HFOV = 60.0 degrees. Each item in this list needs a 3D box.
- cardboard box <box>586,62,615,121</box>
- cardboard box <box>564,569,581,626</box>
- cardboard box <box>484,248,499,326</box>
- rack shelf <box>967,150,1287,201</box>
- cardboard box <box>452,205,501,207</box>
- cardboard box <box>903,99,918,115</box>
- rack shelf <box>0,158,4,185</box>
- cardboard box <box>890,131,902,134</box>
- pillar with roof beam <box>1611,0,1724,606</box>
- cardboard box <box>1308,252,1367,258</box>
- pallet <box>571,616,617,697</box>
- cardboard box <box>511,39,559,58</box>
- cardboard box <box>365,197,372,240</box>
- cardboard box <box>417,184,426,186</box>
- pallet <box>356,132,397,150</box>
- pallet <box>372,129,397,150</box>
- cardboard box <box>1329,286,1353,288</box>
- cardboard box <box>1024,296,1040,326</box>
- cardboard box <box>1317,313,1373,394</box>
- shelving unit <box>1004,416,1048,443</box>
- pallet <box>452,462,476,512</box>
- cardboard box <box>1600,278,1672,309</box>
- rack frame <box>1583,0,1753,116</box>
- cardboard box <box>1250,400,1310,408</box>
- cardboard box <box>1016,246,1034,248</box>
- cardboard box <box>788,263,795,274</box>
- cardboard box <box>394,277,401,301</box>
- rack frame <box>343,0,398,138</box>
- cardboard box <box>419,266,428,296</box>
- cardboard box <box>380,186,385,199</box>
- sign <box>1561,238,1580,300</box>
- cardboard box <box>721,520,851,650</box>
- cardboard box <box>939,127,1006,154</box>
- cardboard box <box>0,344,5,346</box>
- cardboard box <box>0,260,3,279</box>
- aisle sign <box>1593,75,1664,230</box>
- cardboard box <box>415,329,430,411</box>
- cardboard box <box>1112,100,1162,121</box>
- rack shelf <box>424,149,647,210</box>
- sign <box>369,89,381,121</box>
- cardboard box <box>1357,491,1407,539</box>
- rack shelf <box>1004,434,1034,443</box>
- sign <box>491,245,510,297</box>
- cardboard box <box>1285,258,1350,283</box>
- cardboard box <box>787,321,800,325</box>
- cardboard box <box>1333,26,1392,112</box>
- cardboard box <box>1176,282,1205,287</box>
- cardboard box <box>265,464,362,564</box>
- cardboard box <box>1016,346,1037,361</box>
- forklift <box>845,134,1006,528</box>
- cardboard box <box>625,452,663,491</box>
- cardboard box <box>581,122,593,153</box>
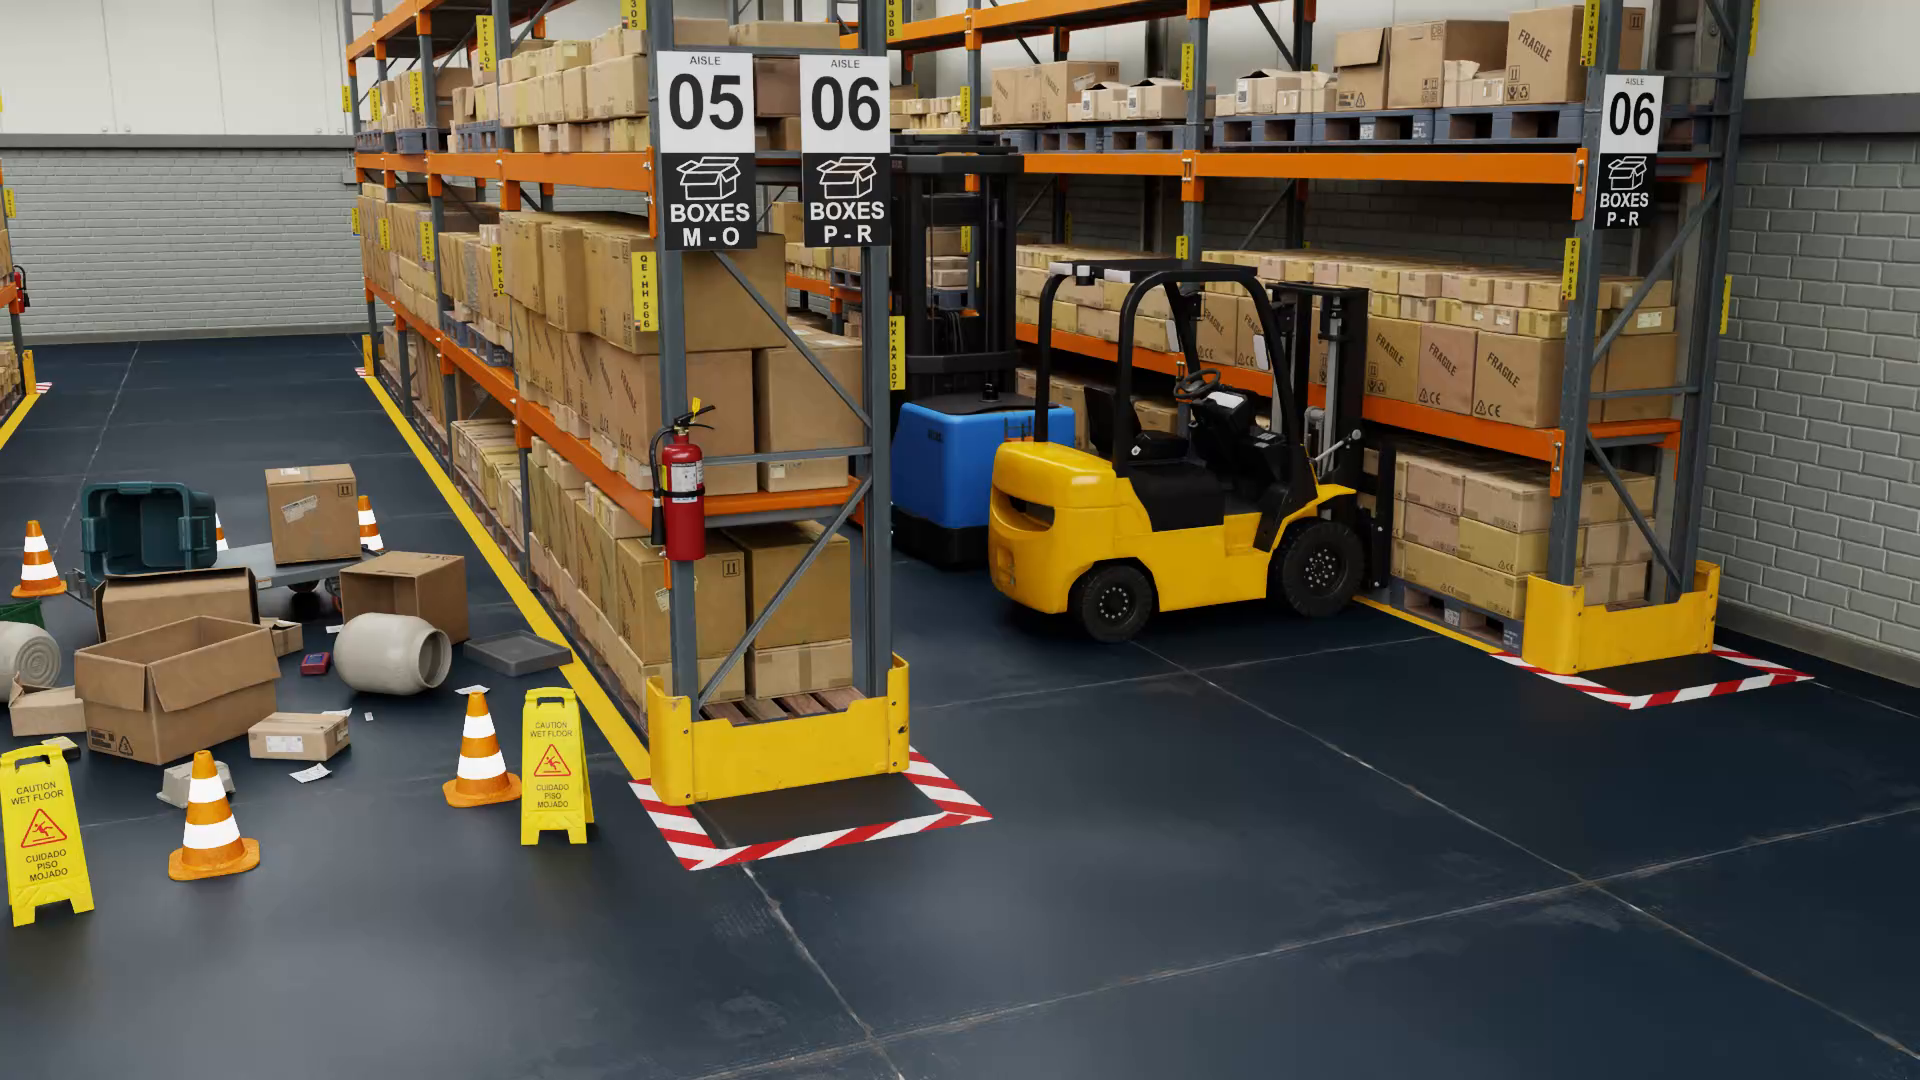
[{"bbox_3d":[-1.430,-2.079,7.719,0.500,0.250,0.500,-6,14,-24],"label":"cardboard box"},{"bbox_3d":[-1.964,0.315,9.524,0.500,0.250,0.500,-6,14,-24],"label":"cardboard box"},{"bbox_3d":[-2.987,-1.760,11.511,0.500,0.500,0.500,-6,14,-23],"label":"cardboard box"},{"bbox_3d":[1.353,-3.158,14.307,1.077,0.370,4.000,-6,14,-23],"label":"rack shelf"},{"bbox_3d":[-4.788,-3.091,16.636,0.500,0.500,0.500,-5,14,-21],"label":"cardboard box"},{"bbox_3d":[-0.376,-4.500,17.299,0.380,0.149,0.250,-6,14,-23],"label":"cardboard box"},{"bbox_3d":[-10.893,-3.894,17.486,1.077,0.370,4.000,-6,14,-23],"label":"rack shelf"},{"bbox_3d":[-0.992,-4.951,20.128,0.500,0.250,0.500,-6,14,-24],"label":"cardboard box"},{"bbox_3d":[0.359,-3.567,7.825,9.100,9.000,0.400,-6,14,-23],"label":"pillar with roof beam"},{"bbox_3d":[2.740,-1.996,12.022,0.380,0.149,0.250,-6,14,-23],"label":"cardboard box"},{"bbox_3d":[-1.598,0.561,9.476,1.003,0.211,1.213,-6,14,-23],"label":"pallet"},{"bbox_3d":[-2.741,-3.130,10.881,0.500,0.250,0.500,-5,14,-22],"label":"cardboard box"},{"bbox_3d":[-6.841,-3.864,19.972,0.500,0.500,0.500,-6,14,-23],"label":"cardboard box"},{"bbox_3d":[-6.310,-4.202,19.993,0.380,0.149,0.250,-5,14,-22],"label":"cardboard box"},{"bbox_3d":[-6.892,-4.930,20.564,1.003,0.211,1.213,-6,14,-23],"label":"pallet"},{"bbox_3d":[-5.915,-4.426,18.386,1.003,0.211,1.213,-6,14,-23],"label":"pallet"},{"bbox_3d":[2.642,-1.588,10.919,0.380,0.149,0.250,-6,14,-24],"label":"cardboard box"},{"bbox_3d":[0.916,-2.064,14.967,0.500,0.250,0.500,-6,14,-25],"label":"cardboard box"},{"bbox_3d":[2.703,-1.251,10.902,0.500,0.500,0.500,-6,14,-23],"label":"cardboard box"},{"bbox_3d":[0.449,-0.303,11.352,0.215,1.050,0.252,-6,14,-25],"label":"shelving unit"},{"bbox_3d":[-3.683,-0.491,14.025,1.003,0.211,1.213,-6,14,-23],"label":"pallet"},{"bbox_3d":[3.818,-1.406,9.473,0.380,0.149,0.250,-6,14,-24],"label":"cardboard box"},{"bbox_3d":[3.757,-3.731,8.532,1.000,3.000,0.127,-6,14,-23],"label":"rack frame"},{"bbox_3d":[2.529,-0.902,12.565,0.500,0.250,0.500,-5,14,-22],"label":"cardboard box"},{"bbox_3d":[0.518,-2.678,15.628,0.380,0.149,0.250,-5,14,-22],"label":"cardboard box"},{"bbox_3d":[-2.011,-3.528,21.519,0.380,0.149,0.250,-6,14,-23],"label":"cardboard box"},{"bbox_3d":[-5.662,-2.650,17.501,0.500,0.250,0.500,-6,14,-24],"label":"cardboard box"},{"bbox_3d":[-7.199,-6.587,20.874,1.000,3.000,0.127,-6,14,-23],"label":"rack frame"},{"bbox_3d":[-4.630,-2.365,15.159,0.500,0.250,0.500,-6,14,-24],"label":"cardboard box"},{"bbox_3d":[-6.360,-3.941,18.866,0.380,0.149,0.250,-6,14,-23],"label":"cardboard box"},{"bbox_3d":[3.254,-1.441,8.851,0.100,0.325,0.005,-6,14,-23],"label":"sign"},{"bbox_3d":[-0.870,0.214,8.295,0.500,0.500,0.500,-6,14,-25],"label":"cardboard box"},{"bbox_3d":[0.124,-3.933,16.391,0.500,0.250,0.500,-6,14,-25],"label":"cardboard box"},{"bbox_3d":[-11.202,-2.158,19.115,0.380,0.149,0.250,-5,14,-22],"label":"cardboard box"},{"bbox_3d":[-10.865,-3.110,18.272,0.500,0.500,0.500,-6,14,-23],"label":"cardboard box"},{"bbox_3d":[3.514,-2.034,8.742,0.394,0.787,0.004,-6,14,-23],"label":"aisle sign"},{"bbox_3d":[-5.275,-1.887,17.650,0.875,0.875,0.875,-5,14,-21],"label":"cardboard box"},{"bbox_3d":[1.436,-3.426,13.273,0.380,0.149,0.250,-6,14,-23],"label":"cardboard box"},{"bbox_3d":[-3.193,-2.709,12.366,1.077,0.370,4.000,-6,14,-23],"label":"rack shelf"},{"bbox_3d":[-6.105,-4.539,17.356,0.100,0.325,0.005,-6,14,-23],"label":"sign"},{"bbox_3d":[2.858,-0.198,10.631,0.500,0.250,0.500,-6,14,-24],"label":"cardboard box"},{"bbox_3d":[0.449,-0.569,11.290,0.215,0.259,0.240,-6,14,-25],"label":"rack shelf"},{"bbox_3d":[-2.899,-1.698,10.488,0.100,0.325,0.005,-6,14,-23],"label":"sign"},{"bbox_3d":[2.446,-1.840,11.347,0.380,0.149,0.250,-6,14,-24],"label":"cardboard box"},{"bbox_3d":[-1.141,-0.887,8.669,0.500,0.500,0.500,-6,14,-24],"label":"cardboard box"},{"bbox_3d":[2.838,-2.987,10.590,0.797,0.503,0.637,-5,14,-21],"label":"cardboard box"},{"bbox_3d":[1.814,-2.050,12.913,0.380,0.149,0.250,-5,14,-21],"label":"cardboard box"},{"bbox_3d":[-4.011,-0.169,10.313,0.500,0.500,0.500,-6,14,-23],"label":"cardboard box"},{"bbox_3d":[0.629,-1.899,17.098,0.380,0.149,0.250,-5,14,-20],"label":"cardboard box"},{"bbox_3d":[-0.267,-1.555,12.588,1.121,2.935,3.031,-6,14,-25],"label":"forklift"},{"bbox_3d":[-1.339,-0.337,7.729,0.380,0.149,0.250,-6,14,-24],"label":"cardboard box"},{"bbox_3d":[-1.676,-2.013,8.321,0.380,0.149,0.250,-6,14,-25],"label":"cardboard box"}]
